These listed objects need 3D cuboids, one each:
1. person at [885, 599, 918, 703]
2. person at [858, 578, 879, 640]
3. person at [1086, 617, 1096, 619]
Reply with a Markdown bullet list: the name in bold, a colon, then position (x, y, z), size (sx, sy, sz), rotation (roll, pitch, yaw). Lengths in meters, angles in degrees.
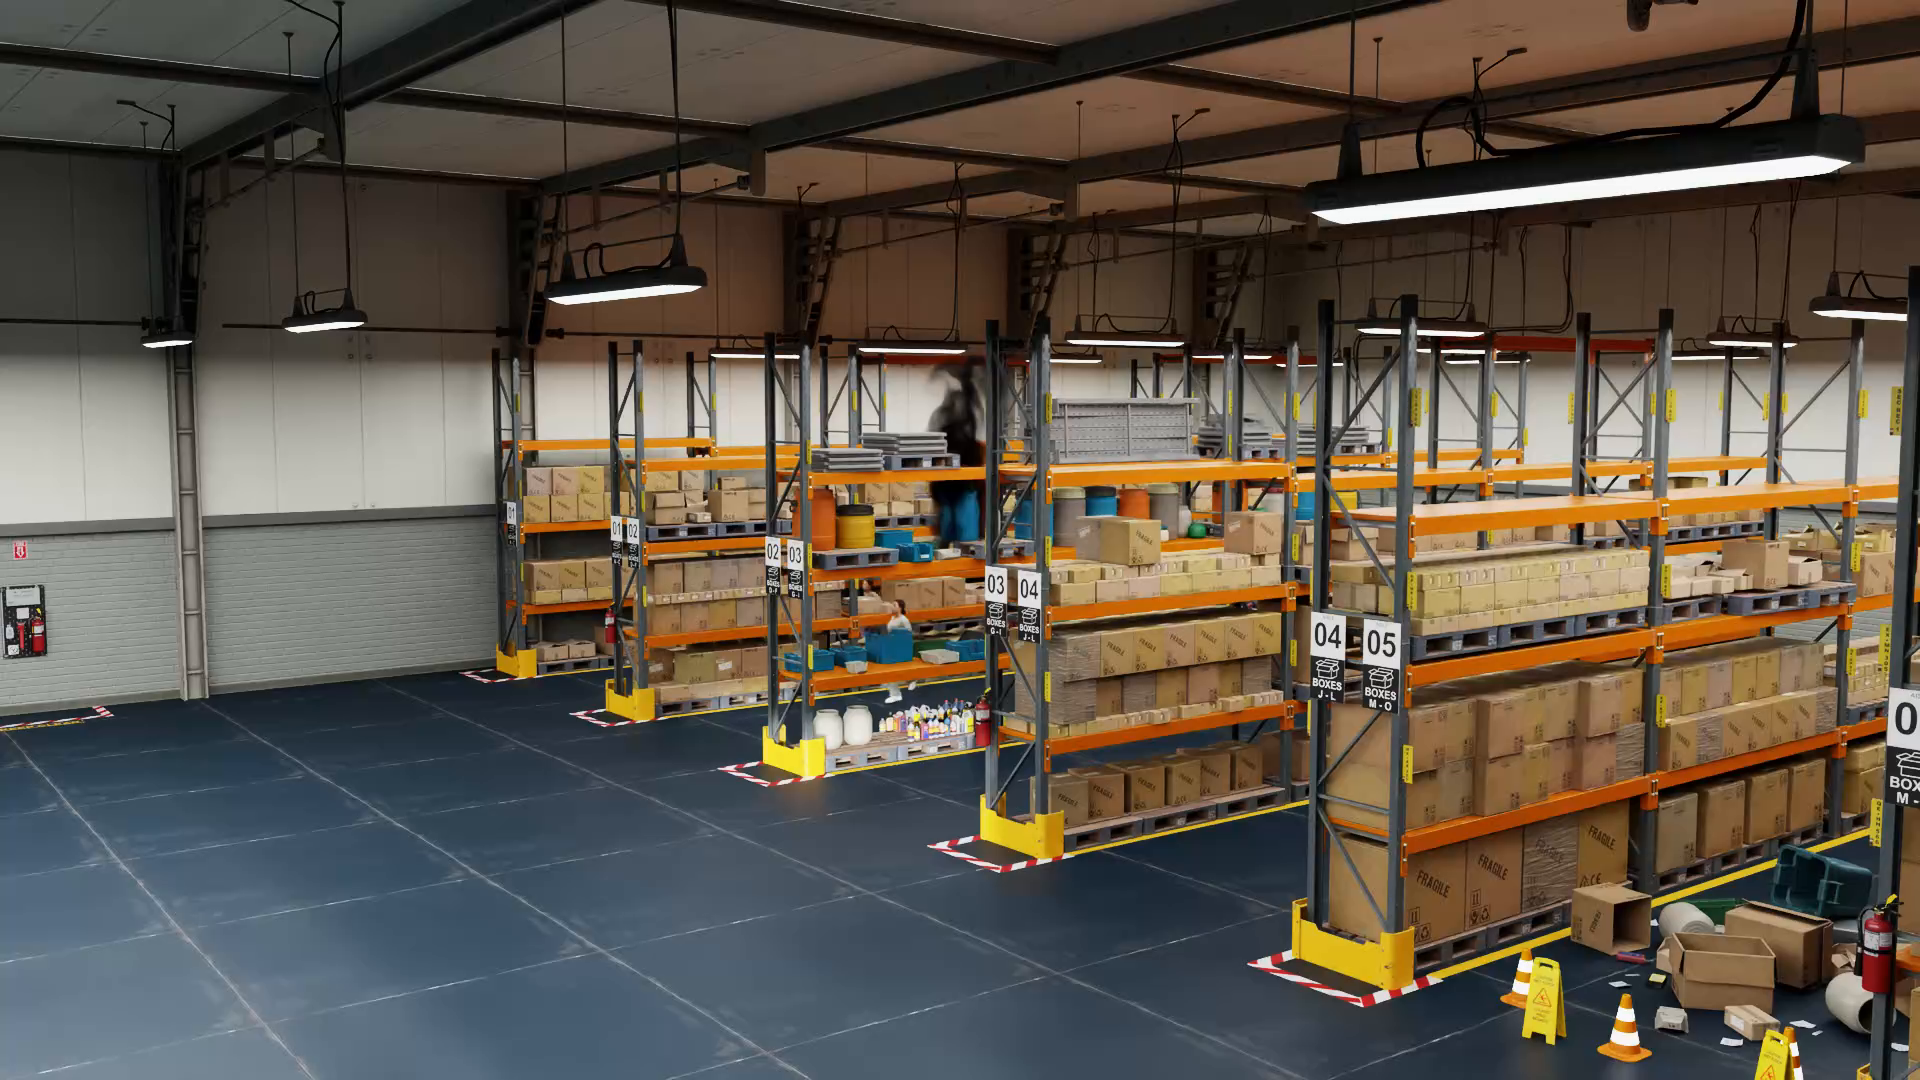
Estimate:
- **person**: position (-0.953, 1.747, 26.424), size (0.599, 1.644, 0.565), rotation (-4, 6, -36)
- **person**: position (-1.694, 1.551, 31.709), size (0.838, 1.666, 0.587), rotation (-4, 7, -41)
- **person**: position (2.437, 1.710, 30.147), size (0.583, 1.613, 0.587), rotation (-4, 7, -42)
